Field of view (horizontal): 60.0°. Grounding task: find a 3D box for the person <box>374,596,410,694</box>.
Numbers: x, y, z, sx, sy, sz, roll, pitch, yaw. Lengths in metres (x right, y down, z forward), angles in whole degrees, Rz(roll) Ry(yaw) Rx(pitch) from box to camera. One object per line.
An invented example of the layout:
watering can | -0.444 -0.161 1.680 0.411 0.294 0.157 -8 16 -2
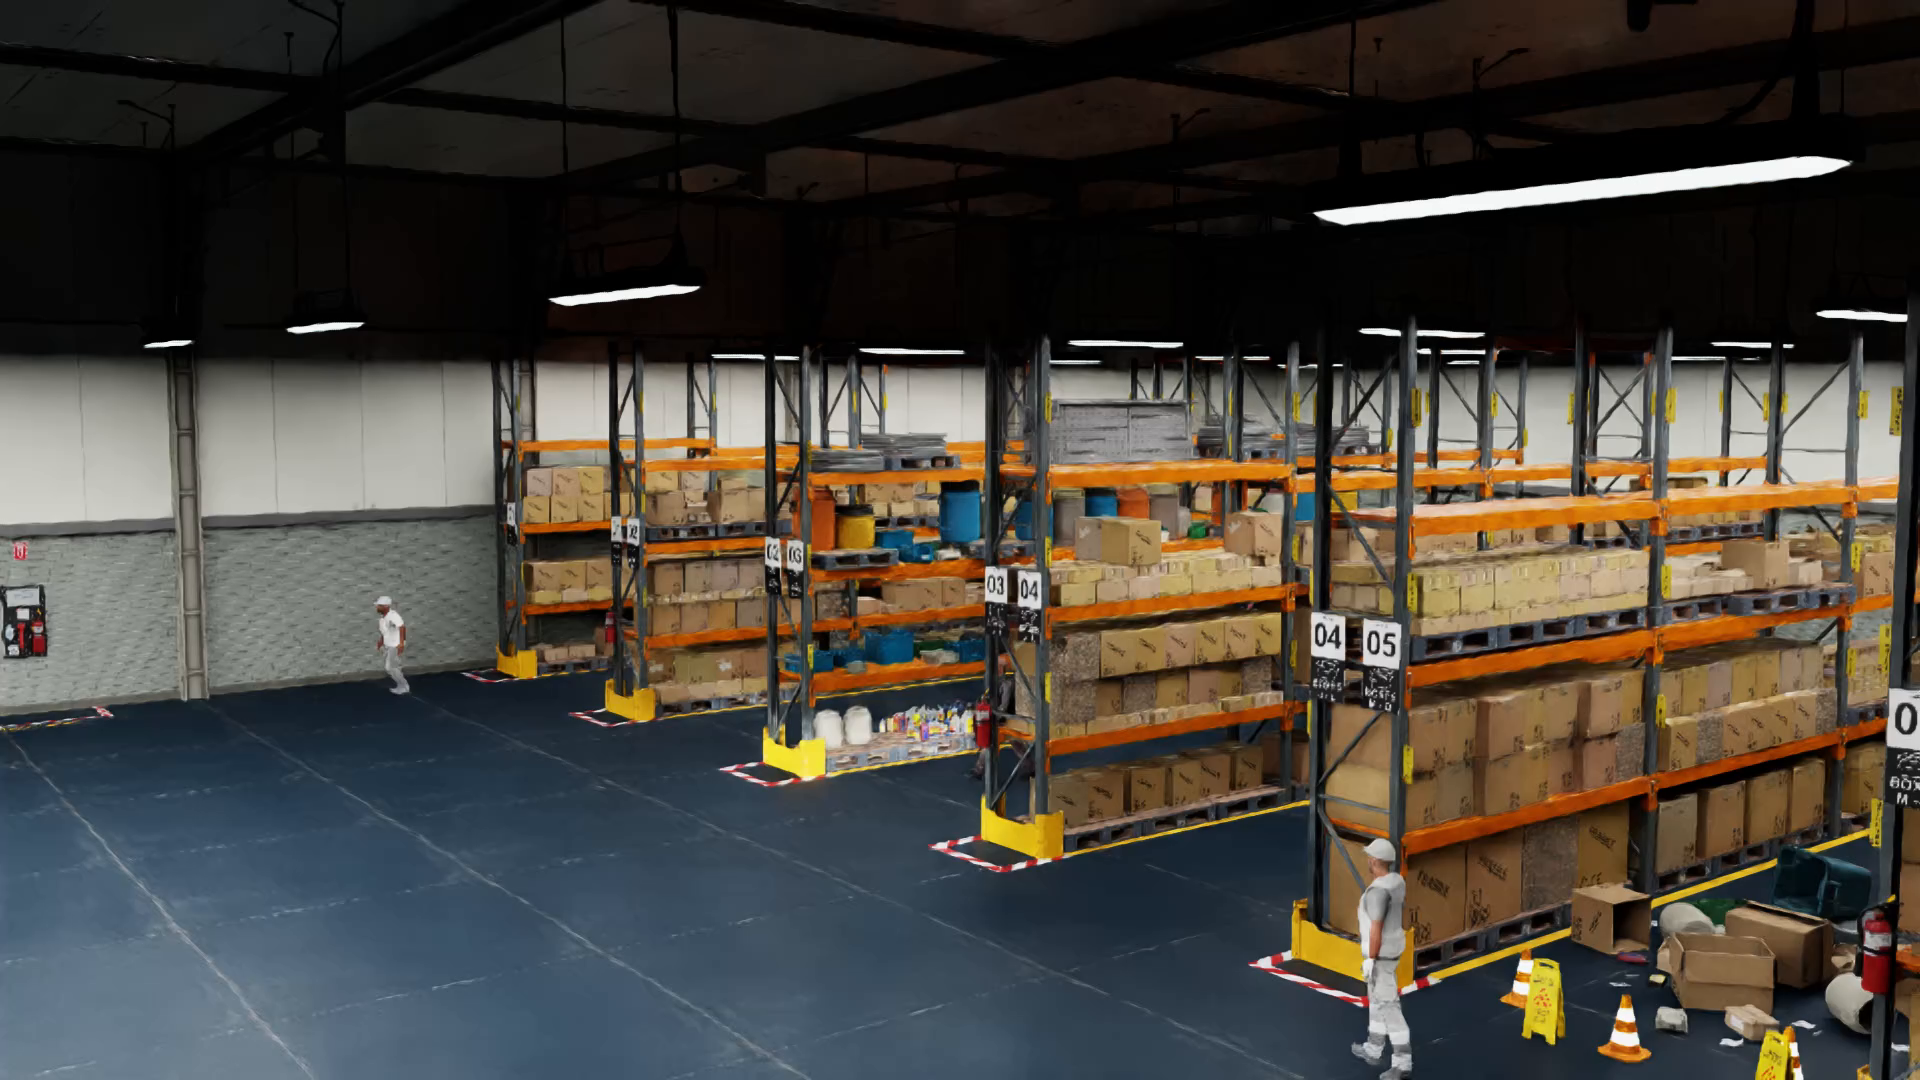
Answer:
person | -9.773 1.807 28.627 0.576 1.712 0.717 -3 6 -33

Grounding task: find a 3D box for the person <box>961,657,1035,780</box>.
person | 0.551 2.382 22.152 1.033 1.661 0.539 -3 6 -27

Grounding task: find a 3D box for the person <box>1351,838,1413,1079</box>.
person | 3.223 3.168 12.699 0.557 1.791 0.670 3 6 29

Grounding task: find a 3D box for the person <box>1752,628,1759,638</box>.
person | 12.427 2.084 25.791 0.997 1.620 0.500 -4 6 -38
